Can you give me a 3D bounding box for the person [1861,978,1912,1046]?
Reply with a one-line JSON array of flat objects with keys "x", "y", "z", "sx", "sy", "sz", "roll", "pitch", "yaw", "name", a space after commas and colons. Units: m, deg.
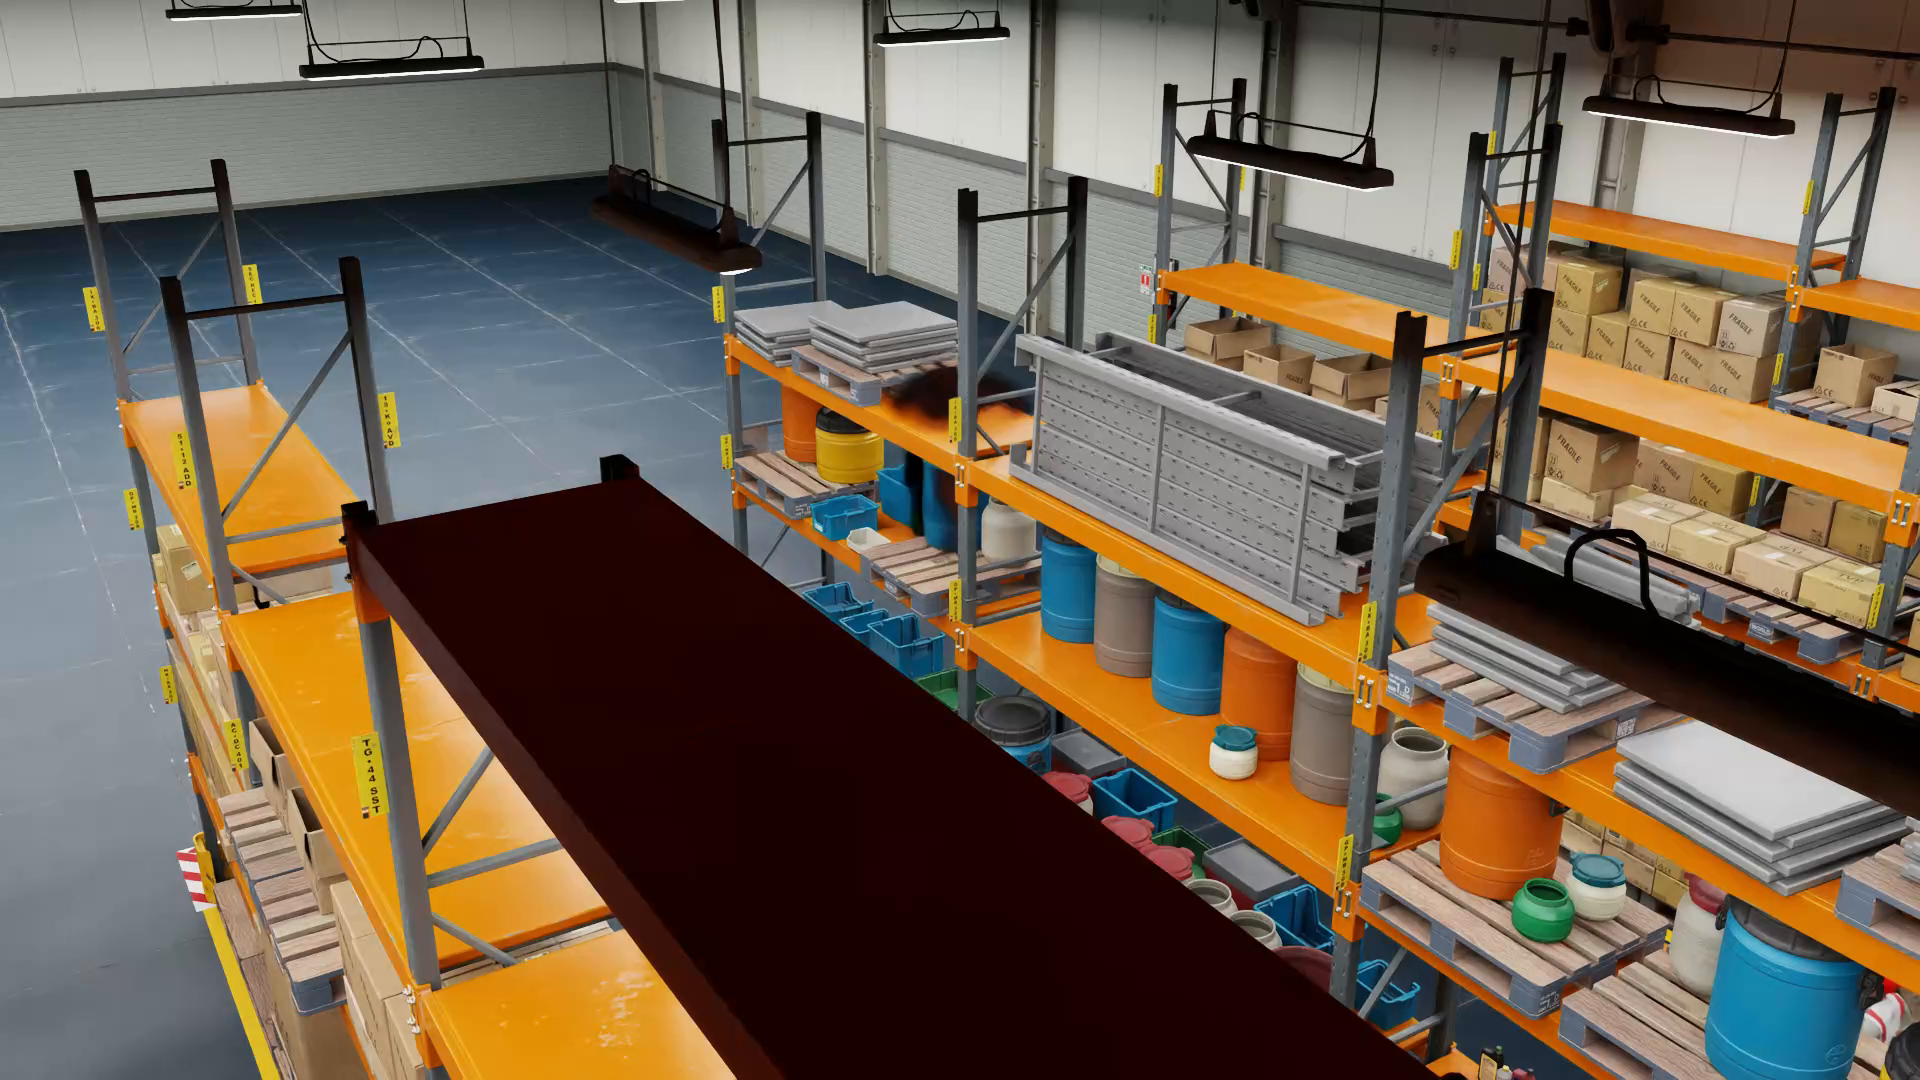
[{"x": 5.713, "y": 3.430, "z": 10.593, "sx": 0.671, "sy": 1.813, "sz": 0.877, "roll": -14, "pitch": 26, "yaw": -32, "name": "person"}]
